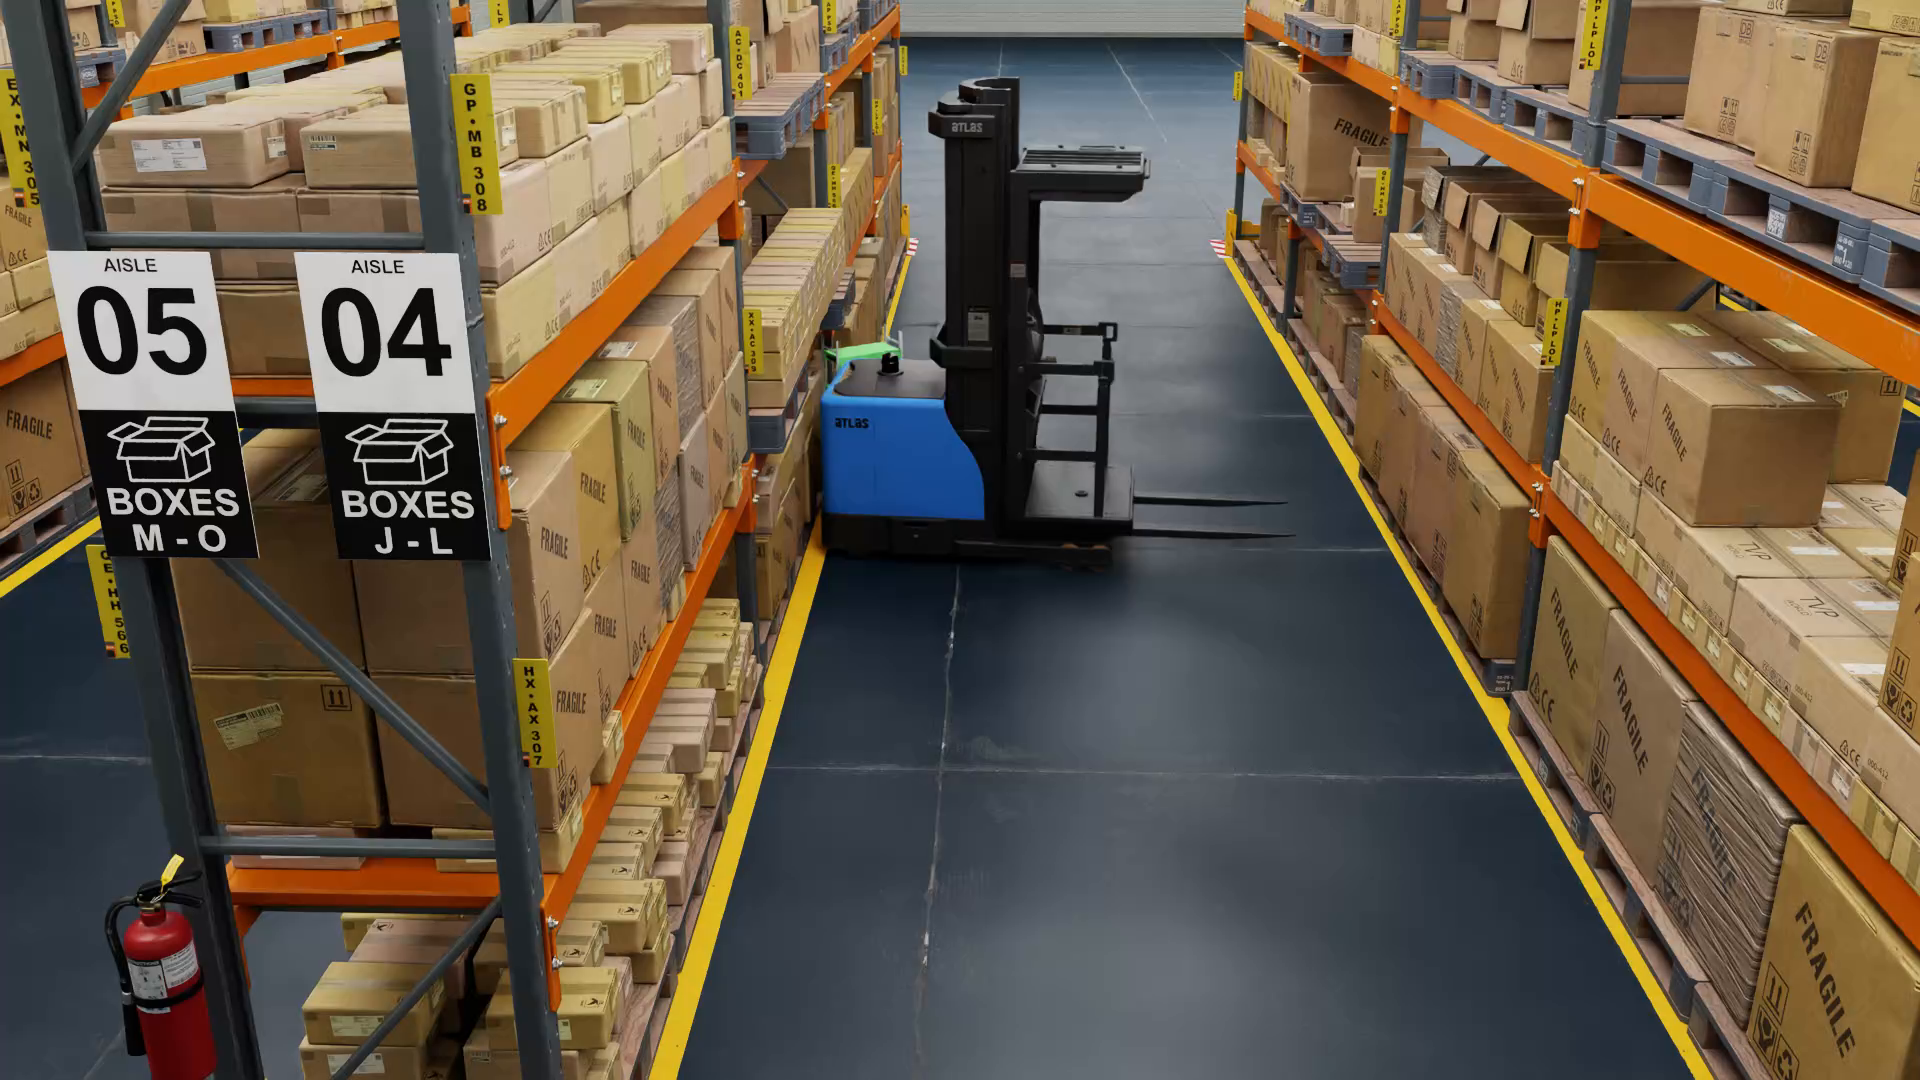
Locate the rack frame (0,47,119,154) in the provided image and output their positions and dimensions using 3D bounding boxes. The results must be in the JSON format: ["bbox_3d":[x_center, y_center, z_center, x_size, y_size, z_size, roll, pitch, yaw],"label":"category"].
[{"bbox_3d":[-6.396,-2.044,12.150,1.000,3.000,0.127,1,21,2],"label":"rack frame"}]

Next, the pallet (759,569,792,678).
[{"bbox_3d":[-1.544,0.439,9.606,1.003,0.211,1.213,1,21,2],"label":"pallet"}]

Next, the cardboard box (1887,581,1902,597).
[{"bbox_3d":[3.579,0.349,5.780,0.500,0.250,0.500,0,21,0],"label":"cardboard box"}]

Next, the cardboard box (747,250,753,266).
[{"bbox_3d":[-1.660,-1.945,11.662,0.380,0.149,0.250,0,21,1],"label":"cardboard box"}]

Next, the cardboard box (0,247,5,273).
[{"bbox_3d":[-6.202,-1.819,10.050,0.500,0.500,0.500,0,21,1],"label":"cardboard box"}]

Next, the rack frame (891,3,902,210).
[{"bbox_3d":[-1.202,-4.919,19.559,1.000,3.000,0.127,1,21,2],"label":"rack frame"}]

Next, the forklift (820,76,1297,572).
[{"bbox_3d":[0.658,-1.371,10.509,3.031,2.935,1.130,2,21,6],"label":"forklift"}]

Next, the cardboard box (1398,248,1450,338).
[{"bbox_3d":[3.209,-1.622,10.925,0.500,0.500,0.500,0,21,0],"label":"cardboard box"}]

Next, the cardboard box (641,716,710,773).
[{"bbox_3d":[-1.284,0.880,7.152,0.380,0.149,0.250,0,21,0],"label":"cardboard box"}]

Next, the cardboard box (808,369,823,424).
[{"bbox_3d":[-1.208,-0.973,11.229,0.500,0.250,0.500,1,21,2],"label":"cardboard box"}]

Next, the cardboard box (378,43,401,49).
[{"bbox_3d":[-5.973,-5.218,18.399,0.700,0.500,0.500,1,21,2],"label":"cardboard box"}]

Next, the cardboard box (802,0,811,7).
[{"bbox_3d":[-1.198,-3.679,11.020,0.396,0.266,0.258,1,21,2],"label":"cardboard box"}]

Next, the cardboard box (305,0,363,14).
[{"bbox_3d":[-5.987,-5.114,15.710,0.500,0.250,0.500,0,21,0],"label":"cardboard box"}]

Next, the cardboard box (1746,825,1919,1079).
[{"bbox_3d":[3.206,1.520,5.321,0.875,0.875,0.875,1,21,2],"label":"cardboard box"}]

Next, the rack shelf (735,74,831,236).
[{"bbox_3d":[-1.506,-2.366,9.828,1.077,0.370,4.000,1,21,2],"label":"rack shelf"}]

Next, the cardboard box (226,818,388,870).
[{"bbox_3d":[-1.961,0.863,5.006,0.380,0.149,0.250,1,21,2],"label":"cardboard box"}]

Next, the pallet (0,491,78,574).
[{"bbox_3d":[-6.535,-0.020,10.788,1.003,0.211,1.213,1,21,2],"label":"pallet"}]

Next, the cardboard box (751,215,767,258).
[{"bbox_3d":[-1.700,-2.238,12.513,0.500,0.500,0.500,1,21,2],"label":"cardboard box"}]

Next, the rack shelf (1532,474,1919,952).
[{"bbox_3d":[3.327,0.570,6.408,1.077,0.370,4.000,1,21,2],"label":"rack shelf"}]

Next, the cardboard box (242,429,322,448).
[{"bbox_3d":[-1.908,-0.136,5.302,0.500,0.500,0.500,0,21,0],"label":"cardboard box"}]

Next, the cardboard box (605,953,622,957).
[{"bbox_3d":[-1.432,1.487,6.000,0.380,0.149,0.250,1,21,2],"label":"cardboard box"}]

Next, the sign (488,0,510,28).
[{"bbox_3d":[-2.122,-2.408,7.682,0.100,0.325,0.005,1,21,2],"label":"sign"}]

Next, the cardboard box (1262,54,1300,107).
[{"bbox_3d":[3.419,-4.741,17.169,0.500,0.500,0.500,1,21,2],"label":"cardboard box"}]

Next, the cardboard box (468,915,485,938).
[{"bbox_3d":[-1.944,1.479,6.019,0.380,0.149,0.250,0,21,-1],"label":"cardboard box"}]

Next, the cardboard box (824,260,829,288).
[{"bbox_3d":[-1.035,-1.688,10.587,0.380,0.149,0.250,0,21,1],"label":"cardboard box"}]

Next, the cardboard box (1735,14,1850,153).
[{"bbox_3d":[3.403,-1.698,6.255,0.700,0.500,0.500,2,21,4],"label":"cardboard box"}]

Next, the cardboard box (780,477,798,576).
[{"bbox_3d":[-1.265,-0.066,9.927,0.500,0.500,0.500,2,21,4],"label":"cardboard box"}]

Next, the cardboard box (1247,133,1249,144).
[{"bbox_3d":[3.506,-4.610,19.111,0.380,0.149,0.250,1,21,2],"label":"cardboard box"}]

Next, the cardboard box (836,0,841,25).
[{"bbox_3d":[-1.188,-4.037,12.629,0.500,0.250,0.500,1,21,3],"label":"cardboard box"}]

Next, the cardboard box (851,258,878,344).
[{"bbox_3d":[-1.285,-2.045,14.682,1.050,0.750,0.750,1,21,2],"label":"cardboard box"}]

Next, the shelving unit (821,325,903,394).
[{"bbox_3d":[-0.673,-0.855,11.574,0.503,1.200,0.258,-12,24,-29],"label":"shelving unit"}]

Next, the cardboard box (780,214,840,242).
[{"bbox_3d":[-1.012,-2.109,11.262,0.380,0.149,0.250,0,21,1],"label":"cardboard box"}]

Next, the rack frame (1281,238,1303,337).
[{"bbox_3d":[3.631,-3.381,15.596,1.000,3.000,0.127,1,21,2],"label":"rack frame"}]

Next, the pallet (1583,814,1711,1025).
[{"bbox_3d":[3.252,1.528,6.800,1.003,0.211,1.213,1,21,2],"label":"pallet"}]

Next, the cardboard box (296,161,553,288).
[{"bbox_3d":[-1.415,-0.855,4.454,0.500,0.250,0.500,1,21,2],"label":"cardboard box"}]

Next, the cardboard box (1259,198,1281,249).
[{"bbox_3d":[3.717,-3.632,19.119,0.500,0.500,0.500,5,22,12],"label":"cardboard box"}]

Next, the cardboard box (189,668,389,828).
[{"bbox_3d":[-1.932,0.516,5.003,0.500,0.500,0.500,1,21,3],"label":"cardboard box"}]

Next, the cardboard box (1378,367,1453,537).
[{"bbox_3d":[3.433,-0.569,10.705,1.225,0.875,0.875,1,21,2],"label":"cardboard box"}]

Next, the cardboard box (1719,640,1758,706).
[{"bbox_3d":[2.985,0.479,5.994,0.380,0.149,0.250,1,21,2],"label":"cardboard box"}]

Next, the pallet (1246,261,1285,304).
[{"bbox_3d":[3.651,-2.767,17.868,1.003,0.211,1.213,1,21,2],"label":"pallet"}]

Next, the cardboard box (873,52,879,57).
[{"bbox_3d":[-1.329,-4.957,17.958,0.875,0.550,0.550,1,21,2],"label":"cardboard box"}]

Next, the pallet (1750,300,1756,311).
[{"bbox_3d":[8.644,-2.269,16.585,1.003,0.211,1.213,1,21,2],"label":"pallet"}]

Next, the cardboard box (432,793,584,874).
[{"bbox_3d":[-1.351,0.870,4.987,0.380,0.149,0.250,0,21,1],"label":"cardboard box"}]

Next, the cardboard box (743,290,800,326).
[{"bbox_3d":[-1.082,-1.267,9.091,0.380,0.149,0.250,1,21,2],"label":"cardboard box"}]

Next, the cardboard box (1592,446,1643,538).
[{"bbox_3d":[3.092,-0.211,7.221,0.500,0.250,0.500,1,21,1],"label":"cardboard box"}]

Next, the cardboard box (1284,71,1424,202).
[{"bbox_3d":[3.467,-3.571,14.676,1.000,1.000,1.000,1,21,2],"label":"cardboard box"}]

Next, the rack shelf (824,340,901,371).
[{"bbox_3d":[-0.672,-1.244,11.425,0.480,0.148,0.258,-12,24,-29],"label":"rack shelf"}]

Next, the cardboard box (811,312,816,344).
[{"bbox_3d":[-1.061,-1.268,9.917,0.380,0.149,0.250,0,21,1],"label":"cardboard box"}]

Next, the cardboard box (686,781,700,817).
[{"bbox_3d":[-1.345,1.167,7.236,0.380,0.149,0.250,1,21,3],"label":"cardboard box"}]

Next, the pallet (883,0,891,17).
[{"bbox_3d":[-1.248,-5.565,17.201,1.003,0.211,1.213,1,21,2],"label":"pallet"}]

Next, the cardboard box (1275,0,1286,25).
[{"bbox_3d":[3.421,-5.250,16.475,0.500,0.250,0.500,0,21,1],"label":"cardboard box"}]

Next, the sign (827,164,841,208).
[{"bbox_3d":[-0.902,-2.526,11.902,0.100,0.325,0.005,1,21,2],"label":"sign"}]

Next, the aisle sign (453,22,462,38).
[{"bbox_3d":[-5.861,-6.168,19.184,0.394,0.787,0.004,1,21,2],"label":"aisle sign"}]

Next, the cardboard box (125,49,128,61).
[{"bbox_3d":[-6.216,-3.437,11.942,0.380,0.149,0.250,1,21,2],"label":"cardboard box"}]

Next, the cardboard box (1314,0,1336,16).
[{"bbox_3d":[3.518,-4.855,14.524,0.797,0.503,0.637,0,21,-1],"label":"cardboard box"}]

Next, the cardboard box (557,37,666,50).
[{"bbox_3d":[-1.392,-1.933,6.682,0.380,0.149,0.250,1,21,4],"label":"cardboard box"}]

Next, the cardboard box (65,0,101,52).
[{"bbox_3d":[-6.256,-3.548,11.157,0.797,0.503,0.637,-1,21,-2],"label":"cardboard box"}]

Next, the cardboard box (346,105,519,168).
[{"bbox_3d":[-1.425,-1.088,4.503,0.380,0.149,0.250,1,21,4],"label":"cardboard box"}]

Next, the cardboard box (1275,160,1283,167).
[{"bbox_3d":[3.432,-3.796,17.014,0.380,0.149,0.250,1,21,2],"label":"cardboard box"}]

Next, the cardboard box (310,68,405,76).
[{"bbox_3d":[-1.901,-1.467,5.482,0.380,0.149,0.250,1,21,3],"label":"cardboard box"}]
